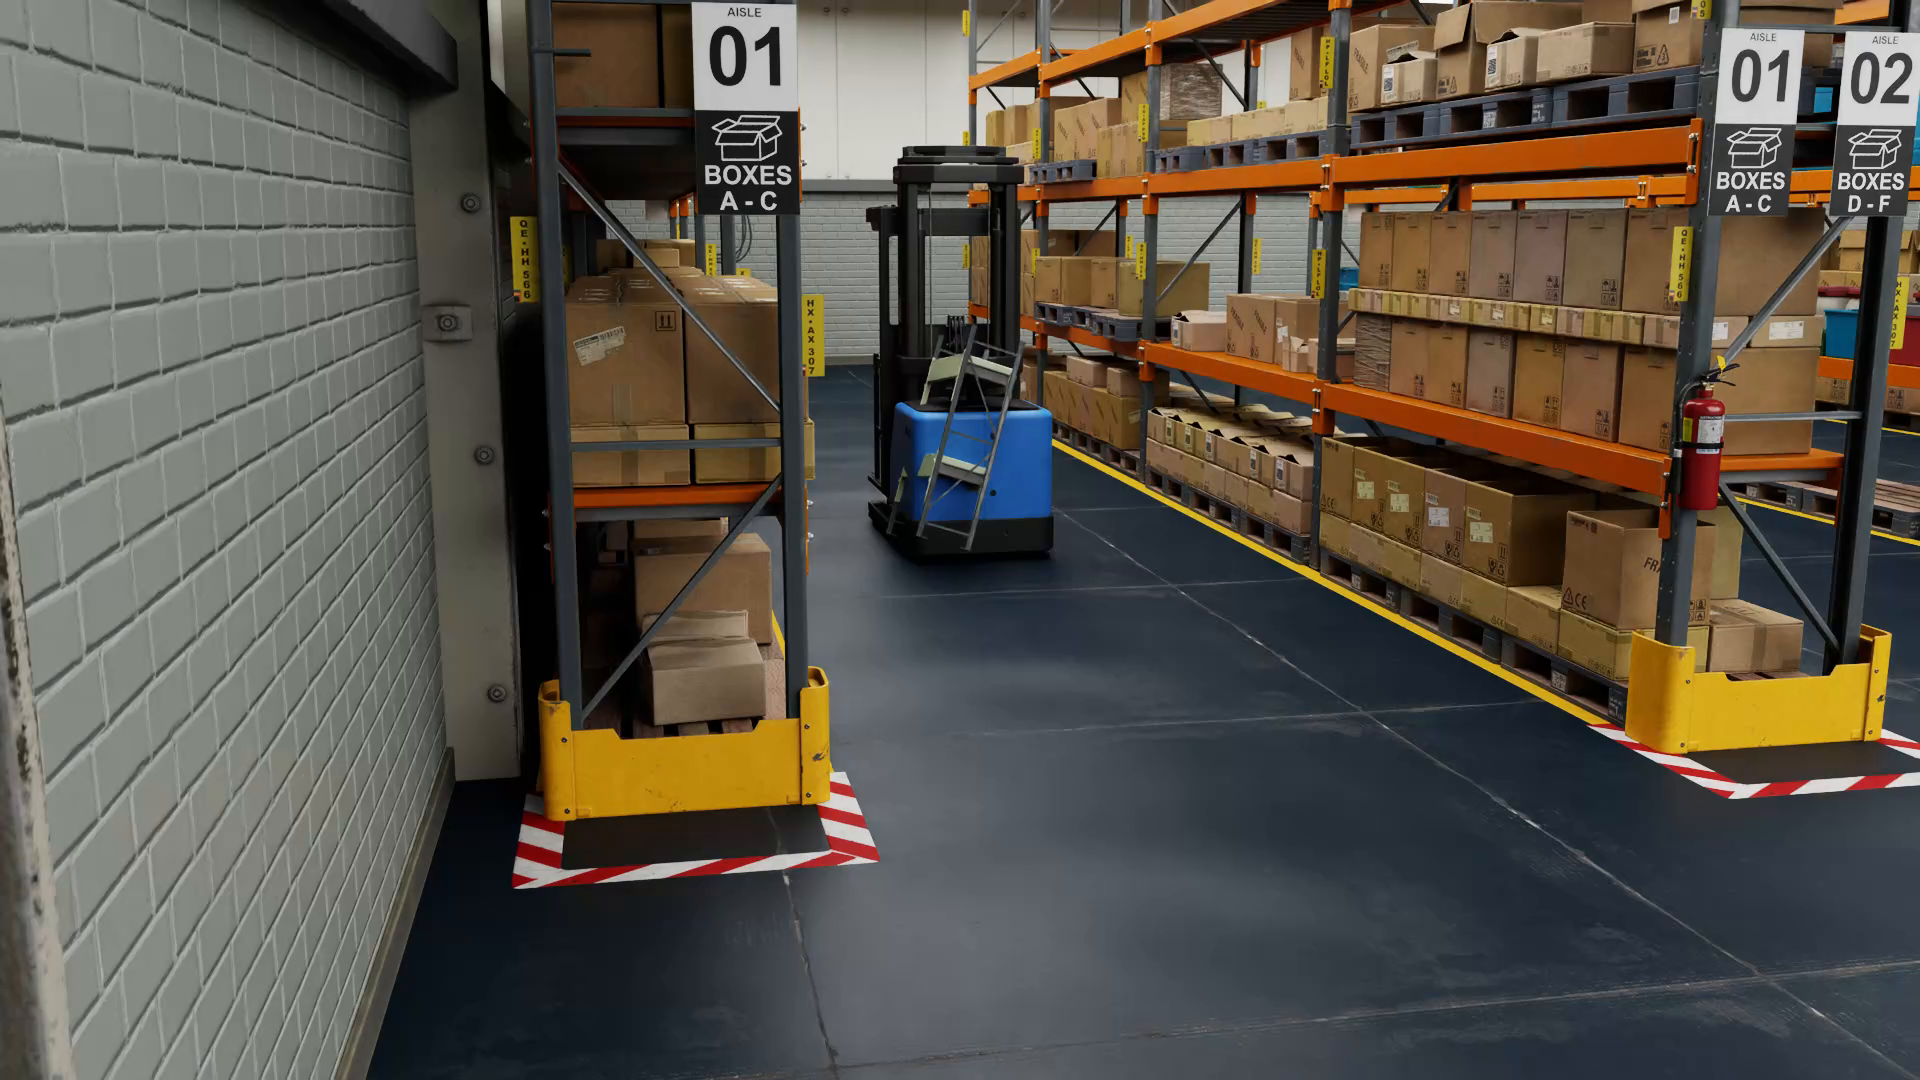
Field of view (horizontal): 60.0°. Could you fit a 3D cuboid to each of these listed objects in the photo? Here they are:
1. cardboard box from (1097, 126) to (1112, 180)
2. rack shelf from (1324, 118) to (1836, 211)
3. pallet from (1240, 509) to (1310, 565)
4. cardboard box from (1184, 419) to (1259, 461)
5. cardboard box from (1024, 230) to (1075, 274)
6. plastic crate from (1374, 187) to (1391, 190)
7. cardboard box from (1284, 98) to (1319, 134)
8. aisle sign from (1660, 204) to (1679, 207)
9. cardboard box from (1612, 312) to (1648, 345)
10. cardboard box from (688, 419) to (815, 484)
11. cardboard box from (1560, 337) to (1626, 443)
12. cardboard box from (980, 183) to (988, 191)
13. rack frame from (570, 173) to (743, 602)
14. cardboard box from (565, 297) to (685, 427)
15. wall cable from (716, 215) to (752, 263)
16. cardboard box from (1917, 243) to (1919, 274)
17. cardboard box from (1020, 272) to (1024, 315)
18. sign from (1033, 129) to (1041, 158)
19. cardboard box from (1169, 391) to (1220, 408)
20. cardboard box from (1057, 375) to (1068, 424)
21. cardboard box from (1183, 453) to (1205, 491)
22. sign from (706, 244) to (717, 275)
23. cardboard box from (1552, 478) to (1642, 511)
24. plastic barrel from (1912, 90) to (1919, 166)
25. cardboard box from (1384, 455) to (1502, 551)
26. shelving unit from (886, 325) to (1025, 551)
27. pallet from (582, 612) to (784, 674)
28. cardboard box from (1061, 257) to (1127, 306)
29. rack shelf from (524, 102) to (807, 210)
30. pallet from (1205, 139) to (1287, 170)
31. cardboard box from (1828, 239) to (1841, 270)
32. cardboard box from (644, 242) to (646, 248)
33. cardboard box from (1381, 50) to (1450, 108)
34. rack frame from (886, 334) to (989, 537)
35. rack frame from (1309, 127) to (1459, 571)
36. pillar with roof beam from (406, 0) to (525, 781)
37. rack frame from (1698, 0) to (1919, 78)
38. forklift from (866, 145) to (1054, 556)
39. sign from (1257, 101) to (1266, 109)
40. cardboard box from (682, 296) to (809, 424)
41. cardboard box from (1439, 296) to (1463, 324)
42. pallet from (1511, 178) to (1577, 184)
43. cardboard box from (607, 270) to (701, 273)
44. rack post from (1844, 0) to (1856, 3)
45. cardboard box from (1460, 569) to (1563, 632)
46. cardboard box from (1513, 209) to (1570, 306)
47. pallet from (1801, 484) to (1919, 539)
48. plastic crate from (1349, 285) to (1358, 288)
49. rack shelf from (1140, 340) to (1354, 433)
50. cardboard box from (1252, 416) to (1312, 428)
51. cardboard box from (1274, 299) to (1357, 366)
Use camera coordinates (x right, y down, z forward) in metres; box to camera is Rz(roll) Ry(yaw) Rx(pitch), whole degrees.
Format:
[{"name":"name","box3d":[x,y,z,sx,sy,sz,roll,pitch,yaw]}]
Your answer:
[{"name":"cardboard box","box3d":[1.857,-3.812,16.411,0.910,0.500,0.500,-2,11,-11]},{"name":"rack shelf","box3d":[3.343,-2.041,9.300,1.077,0.370,4.000,-2,11,-11]},{"name":"pallet","box3d":[2.772,-0.052,12.404,1.003,0.211,1.213,-2,11,-11]},{"name":"cardboard box","box3d":[2.197,-0.856,13.903,0.500,0.311,0.500,-2,11,-13]},{"name":"cardboard box","box3d":[1.045,-3.379,19.484,0.500,0.500,0.500,-2,11,-11]},{"name":"plastic crate","box3d":[5.607,-4.666,21.482,0.437,0.282,0.530,-2,11,-11]},{"name":"cardboard box","box3d":[2.734,-3.108,12.259,0.500,0.250,0.500,-3,11,-17]},{"name":"aisle sign","box3d":[10.618,-5.149,24.776,0.394,0.787,0.004,-2,11,-11]},{"name":"cardboard box","box3d":[3.418,-1.033,8.100,0.380,0.149,0.250,-2,11,-10]},{"name":"cardboard box","box3d":[-0.910,-0.411,7.179,0.500,0.250,0.500,-2,11,-13]},{"name":"cardboard box","box3d":[3.546,-0.786,8.534,0.700,0.500,0.500,-2,11,-10]},{"name":"cardboard box","box3d":[0.555,-4.693,21.709,0.500,0.250,0.500,-2,11,-11]},{"name":"rack frame","box3d":[-1.905,-1.107,10.490,1.000,3.000,0.127,-2,11,-11]},{"name":"cardboard box","box3d":[-1.427,-0.757,6.992,0.500,0.500,0.500,-2,11,-12]},{"name":"wall cable","box3d":[-4.988,-5.780,27.301,3.097,2.526,0.112,-2,11,-11]},{"name":"cardboard box","box3d":[11.506,-3.300,19.062,0.797,0.503,0.637,-2,11,-9]},{"name":"cardboard box","box3d":[0.947,-2.981,20.069,0.500,0.500,0.500,-2,11,-9]},{"name":"sign","box3d":[0.867,-4.461,18.709,0.100,0.325,0.005,-2,11,-11]},{"name":"cardboard box","box3d":[2.260,-1.199,16.484,0.500,0.500,0.500,-3,11,-13]},{"name":"cardboard box","box3d":[1.367,-1.548,18.317,0.500,0.500,0.500,-2,11,-10]},{"name":"cardboard box","box3d":[2.195,-0.583,13.968,0.500,0.250,0.500,-2,11,-13]},{"name":"sign","box3d":[-2.152,-2.392,14.357,0.100,0.325,0.005,-2,11,-11]},{"name":"cardboard box","box3d":[3.637,-0.067,9.254,0.500,0.500,0.500,-2,11,-11]},{"name":"plastic barrel","box3d":[7.501,-3.272,12.504,0.600,0.901,0.708,-2,11,-11]},{"name":"cardboard box","box3d":[2.931,-0.232,10.118,0.500,0.500,0.500,-2,11,-11]},{"name":"shelving unit","box3d":[-0.042,-0.709,11.767,0.431,1.500,0.755,16,-4,-19]},{"name":"pallet","box3d":[-1.499,0.609,8.933,1.003,0.211,1.213,-2,11,-11]},{"name":"cardboard box","box3d":[1.466,-2.792,17.951,0.700,0.500,0.500,0,11,-2]},{"name":"rack shelf","box3d":[-1.516,-1.860,8.350,1.077,0.370,4.000,-2,11,-11]},{"name":"pallet","box3d":[2.616,-3.076,13.318,1.003,0.211,1.213,-2,11,-8]},{"name":"cardboard box","box3d":[11.273,-3.653,21.465,0.500,0.500,0.500,-2,11,-11]},{"name":"cardboard box","box3d":[-3.123,-2.583,15.123,0.500,0.250,0.500,-2,11,-13]},{"name":"cardboard box","box3d":[2.898,-2.792,10.060,0.500,0.311,0.500,-3,11,-14]},{"name":"rack frame","box3d":[-0.160,-0.719,12.113,0.400,1.500,0.023,16,-4,-19]},{"name":"rack frame","box3d":[2.954,-1.288,11.440,1.000,3.000,0.127,-2,11,-11]},{"name":"pillar with roof beam","box3d":[2.111,-3.574,7.407,9.100,9.000,0.400,-2,11,-11]},{"name":"rack frame","box3d":[3.732,-3.501,7.025,1.000,3.000,0.127,-2,11,-11]},{"name":"forklift","box3d":[-0.127,-1.555,13.028,1.130,2.935,3.031,-2,11,-11]},{"name":"sign","box3d":[2.722,-3.807,15.057,0.100,0.325,0.005,-2,11,-11]},{"name":"cardboard box","box3d":[-0.925,-0.776,7.095,0.500,0.500,0.500,-2,11,-11]},{"name":"cardboard box","box3d":[3.071,-1.363,9.833,0.380,0.149,0.250,-2,11,-13]},{"name":"pallet","box3d":[6.729,-3.967,18.000,1.003,0.211,1.213,-2,11,-11]},{"name":"cardboard box","box3d":[-2.317,-1.792,12.647,0.700,0.500,0.500,-2,11,-11]},{"name":"rack post","box3d":[7.346,-4.871,13.685,1.013,1.000,3.121,-2,11,-11]},{"name":"cardboard box","box3d":[3.129,0.320,9.225,0.500,0.250,0.500,-2,11,-11]},{"name":"cardboard box","box3d":[3.437,-1.525,8.950,0.700,0.500,0.500,-2,11,-11]},{"name":"pallet","box3d":[7.622,-0.240,13.393,1.003,0.211,1.213,-2,11,-11]},{"name":"plastic crate","box3d":[5.460,-3.317,22.387,0.416,0.233,0.300,-2,11,-11]},{"name":"rack shelf","box3d":[2.565,-1.301,13.435,1.077,0.370,4.000,-2,11,-11]},{"name":"cardboard box","box3d":[2.722,-0.878,14.016,0.500,0.311,0.500,-2,11,-11]},{"name":"cardboard box","box3d":[2.718,-1.575,12.682,0.500,0.500,0.500,-1,11,-7]}]
